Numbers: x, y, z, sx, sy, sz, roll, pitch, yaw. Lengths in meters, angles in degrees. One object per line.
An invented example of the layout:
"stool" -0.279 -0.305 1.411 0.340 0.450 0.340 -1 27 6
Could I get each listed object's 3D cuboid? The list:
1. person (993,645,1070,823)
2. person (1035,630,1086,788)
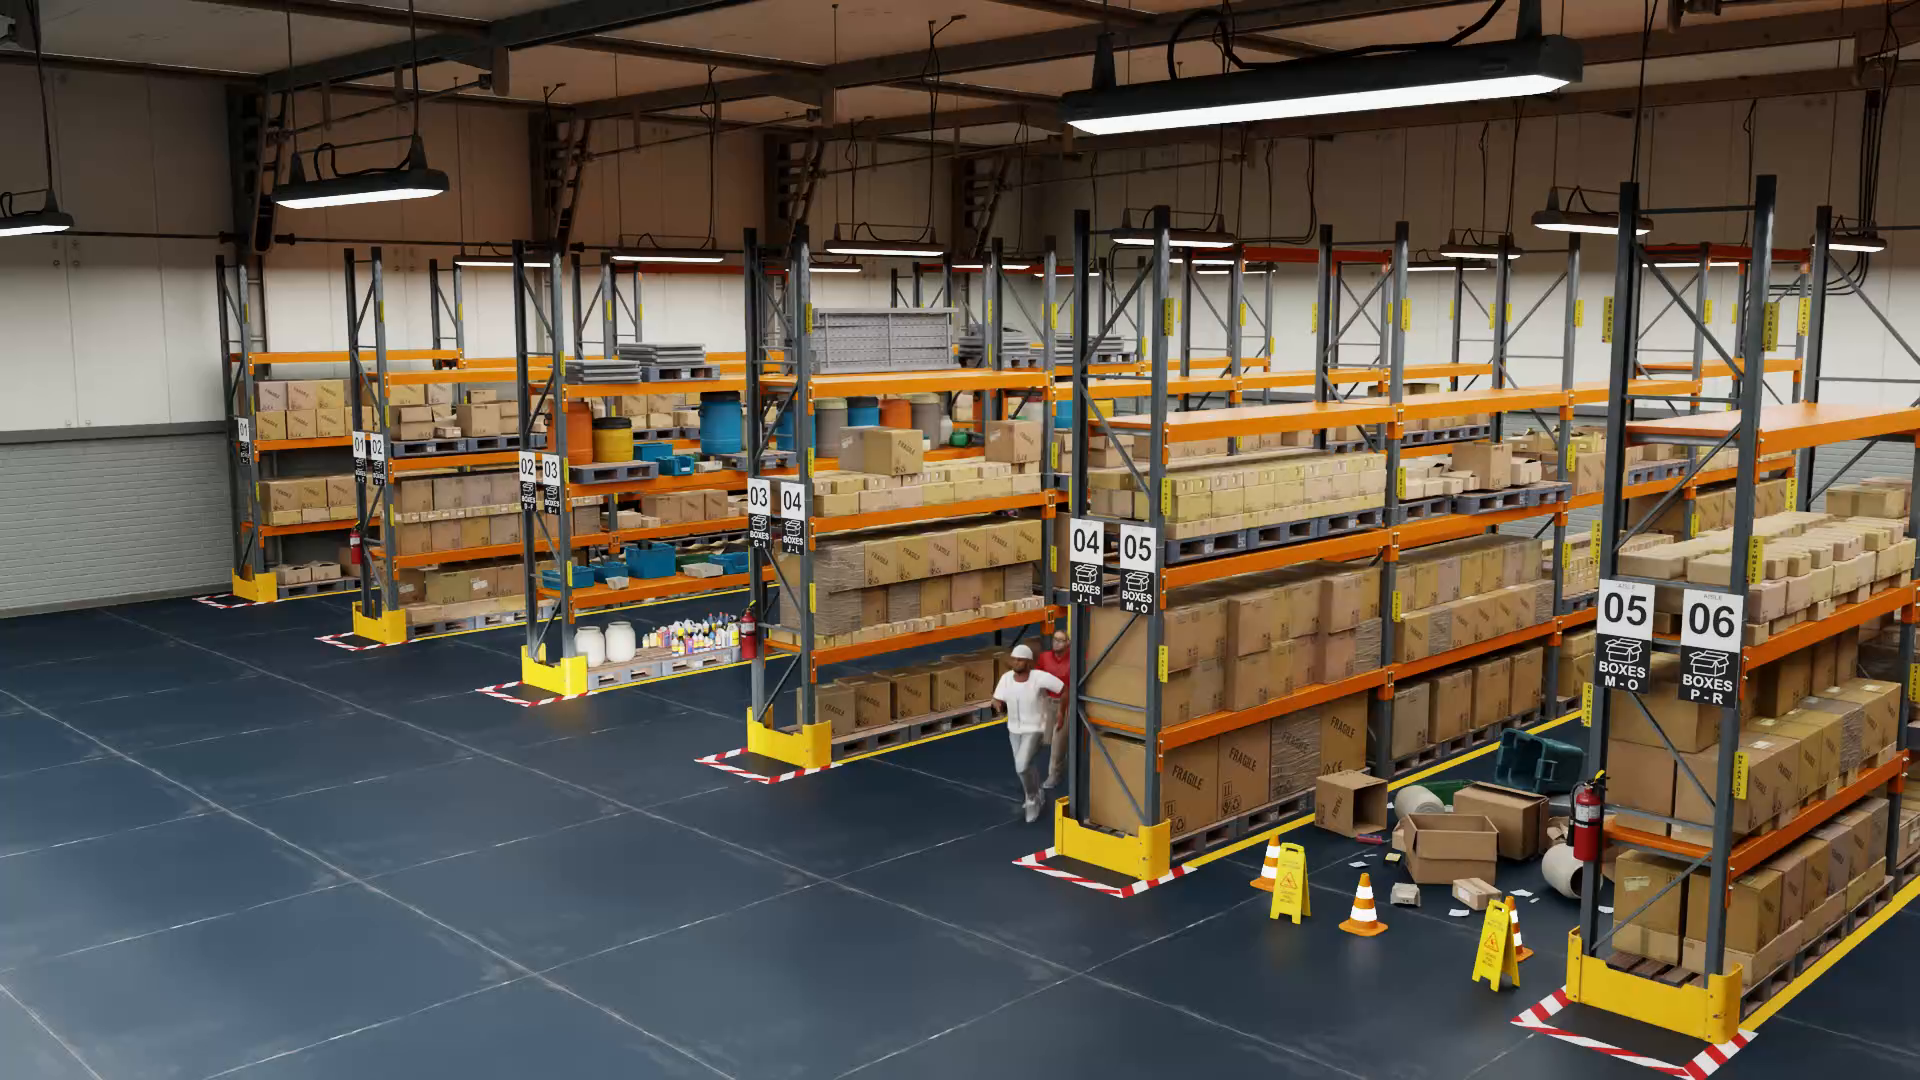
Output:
"person" 0.655 1.950 16.711 0.702 1.814 0.726 6 10 37
"person" 1.117 1.796 18.065 0.685 1.701 0.709 3 9 23
